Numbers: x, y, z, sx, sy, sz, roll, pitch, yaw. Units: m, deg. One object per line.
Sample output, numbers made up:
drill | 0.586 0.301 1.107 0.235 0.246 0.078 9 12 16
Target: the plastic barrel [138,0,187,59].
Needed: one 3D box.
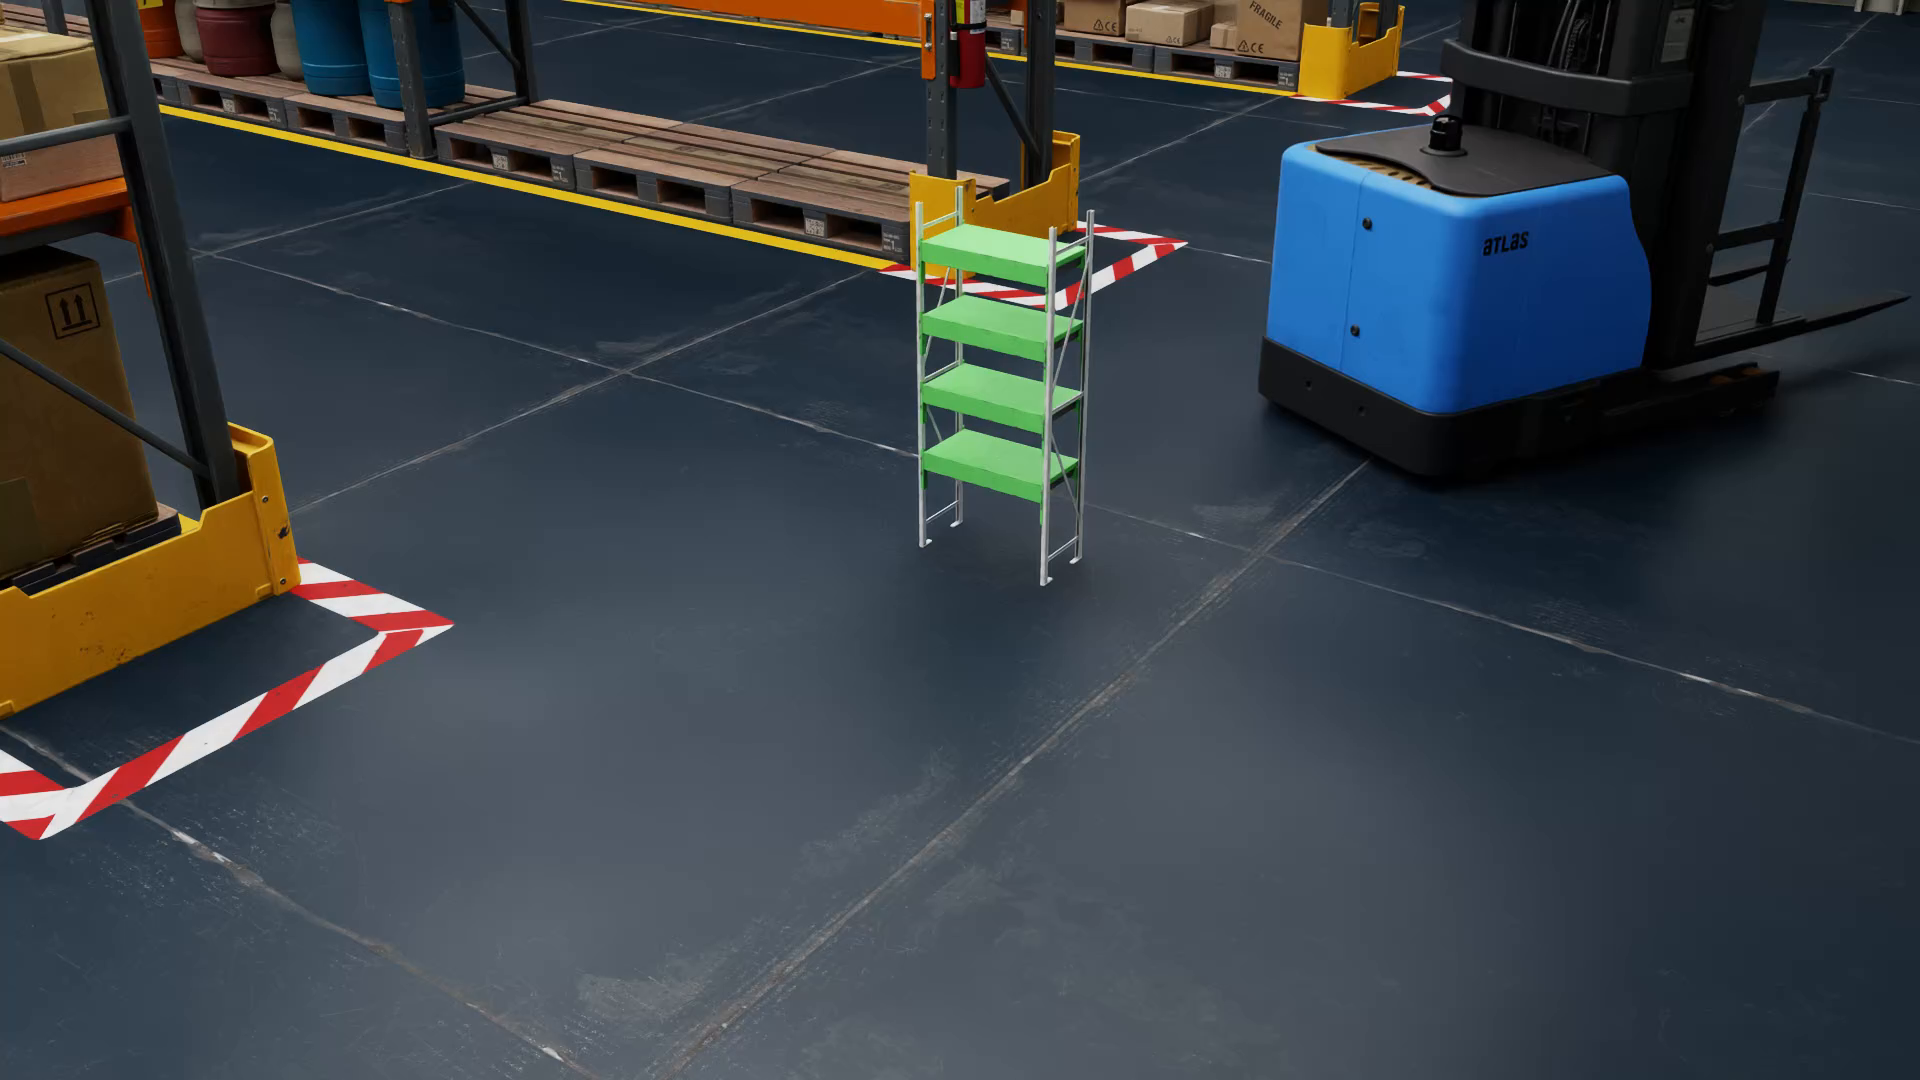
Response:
plastic barrel | -6.014 -4.040 12.311 0.708 0.830 0.600 17 32 30

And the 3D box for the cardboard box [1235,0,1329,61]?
cardboard box | 2.388 -3.866 12.310 0.500 0.500 0.500 17 32 30

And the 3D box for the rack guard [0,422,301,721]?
rack guard | -2.617 0.087 5.028 0.348 0.500 1.175 17 32 30

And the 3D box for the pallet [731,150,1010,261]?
pallet | -0.490 -1.869 9.189 1.213 0.211 1.003 17 32 30

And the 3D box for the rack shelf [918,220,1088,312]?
rack shelf | 0.136 -0.863 5.206 0.480 0.148 0.258 17 32 30

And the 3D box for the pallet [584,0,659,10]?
pallet | -3.025 -5.342 16.014 1.213 0.211 1.003 17 32 30

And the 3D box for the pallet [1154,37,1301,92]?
pallet | 2.255 -3.717 12.822 1.213 0.211 1.003 17 32 30

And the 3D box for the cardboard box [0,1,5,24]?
cardboard box | -3.291 -1.786 4.963 0.500 0.500 0.500 16 31 29

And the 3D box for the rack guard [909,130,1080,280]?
rack guard | 0.195 -1.770 8.676 0.348 0.500 1.175 17 32 30

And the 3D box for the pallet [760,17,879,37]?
pallet | -1.014 -4.715 14.783 1.213 0.211 1.003 17 32 30

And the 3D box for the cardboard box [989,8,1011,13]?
cardboard box | 0.308 -4.805 14.155 0.500 0.500 0.500 17 32 30

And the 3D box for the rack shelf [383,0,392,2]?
rack shelf | -4.778 -4.105 11.303 4.000 0.370 1.077 17 32 30

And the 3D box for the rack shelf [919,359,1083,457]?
rack shelf | 0.136 -0.435 5.423 0.480 0.148 0.258 17 32 30

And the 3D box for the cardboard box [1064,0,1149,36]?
cardboard box | 1.230 -4.366 13.290 0.637 0.503 0.797 17 32 30

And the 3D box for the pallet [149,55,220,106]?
pallet | -5.753 -3.510 12.414 1.213 0.211 1.003 17 32 30

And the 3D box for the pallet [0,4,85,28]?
pallet | -8.045 -4.224 13.817 1.213 0.211 1.003 17 32 30

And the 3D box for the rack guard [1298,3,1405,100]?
rack guard | 2.913 -3.642 12.354 0.348 0.500 1.175 17 32 30

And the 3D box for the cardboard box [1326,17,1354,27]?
cardboard box | 2.825 -3.898 12.760 0.250 0.149 0.380 17 32 30

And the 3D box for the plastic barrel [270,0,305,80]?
plastic barrel | -4.567 -3.497 11.594 0.421 0.512 0.421 0 27 0

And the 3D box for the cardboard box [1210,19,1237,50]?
cardboard box | 2.105 -3.855 12.656 0.250 0.166 0.380 17 32 30

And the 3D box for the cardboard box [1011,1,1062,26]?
cardboard box | 0.620 -4.290 13.510 0.250 0.166 0.380 17 32 30

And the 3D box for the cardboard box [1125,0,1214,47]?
cardboard box | 1.622 -4.009 12.868 0.500 0.250 0.500 17 32 30

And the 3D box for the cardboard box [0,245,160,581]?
cardboard box | -3.209 -0.408 5.124 0.875 0.875 0.875 17 32 30

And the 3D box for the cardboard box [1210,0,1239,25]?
cardboard box | 2.276 -4.081 13.008 0.500 0.250 0.500 17 32 30

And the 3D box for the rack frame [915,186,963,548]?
rack frame | -0.065 -0.555 5.517 0.015 1.200 0.240 17 32 30

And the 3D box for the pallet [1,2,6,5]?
pallet | -9.054 -4.537 14.432 1.213 0.211 1.003 17 32 30

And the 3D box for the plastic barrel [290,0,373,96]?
plastic barrel | -4.152 -3.492 11.155 0.708 0.901 0.600 17 32 30

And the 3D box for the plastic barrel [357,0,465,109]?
plastic barrel | -3.568 -3.310 10.798 0.708 0.901 0.600 17 32 30

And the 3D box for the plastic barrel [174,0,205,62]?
plastic barrel | -5.498 -3.787 12.164 0.421 0.512 0.421 0 27 0

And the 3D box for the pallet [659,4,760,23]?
pallet | -2.024 -5.028 15.398 1.213 0.211 1.003 17 32 30

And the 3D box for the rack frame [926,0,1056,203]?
rack frame | 0.168 -2.885 8.112 0.127 3.000 1.000 17 32 30

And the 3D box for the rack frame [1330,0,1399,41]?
rack frame | 2.975 -4.736 11.749 0.127 3.000 1.000 17 32 30

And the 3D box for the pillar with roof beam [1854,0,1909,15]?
pillar with roof beam | 6.055 -7.283 10.140 0.400 9.000 9.100 17 32 30

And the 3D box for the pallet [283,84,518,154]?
pallet | -3.742 -2.883 11.183 1.213 0.211 1.003 17 32 30

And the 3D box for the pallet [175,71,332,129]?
pallet | -4.752 -3.196 11.798 1.213 0.211 1.003 17 32 30

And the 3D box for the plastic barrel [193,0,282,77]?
plastic barrel | -5.083 -3.643 11.796 0.708 0.588 0.600 17 32 30

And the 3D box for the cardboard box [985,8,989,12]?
cardboard box | -0.098 -4.572 13.907 0.500 0.311 0.500 17 32 30

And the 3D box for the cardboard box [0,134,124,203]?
cardboard box | -2.742 -1.136 4.952 0.250 0.149 0.380 18 32 31

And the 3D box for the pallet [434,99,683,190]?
pallet | -2.501 -2.495 10.420 1.213 0.211 1.003 17 32 30

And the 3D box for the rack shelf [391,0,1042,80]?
rack shelf | -1.481 -3.078 9.284 4.000 0.370 1.077 17 32 30

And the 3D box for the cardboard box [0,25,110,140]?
cardboard box | -2.879 -1.323 4.881 0.500 0.250 0.500 16 31 29

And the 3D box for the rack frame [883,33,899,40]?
rack frame | -0.322 -5.763 13.767 0.127 3.000 1.000 17 32 30

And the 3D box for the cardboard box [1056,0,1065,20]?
cardboard box | 0.927 -4.528 13.820 0.500 0.311 0.500 17 32 30

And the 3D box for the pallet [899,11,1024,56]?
pallet | 0.244 -4.344 14.053 1.213 0.211 1.003 17 32 30

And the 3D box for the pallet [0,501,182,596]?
pallet | -3.340 0.033 5.452 1.213 0.211 1.003 17 32 30

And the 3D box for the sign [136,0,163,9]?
sign | -2.317 -1.661 4.664 0.005 0.325 0.100 17 32 30

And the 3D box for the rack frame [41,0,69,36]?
rack frame | -6.427 -4.939 12.149 0.127 3.000 1.000 17 32 30

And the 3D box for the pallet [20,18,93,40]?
pallet | -7.043 -3.910 13.201 1.213 0.211 1.003 17 32 30

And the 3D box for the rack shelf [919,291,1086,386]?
rack shelf | 0.136 -0.649 5.314 0.480 0.148 0.258 17 32 30

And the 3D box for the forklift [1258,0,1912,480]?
forklift | 2.755 -1.996 6.441 3.031 2.935 1.130 -14 30 -26

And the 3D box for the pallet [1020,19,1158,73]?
pallet | 1.253 -4.031 13.438 1.213 0.211 1.003 17 32 30

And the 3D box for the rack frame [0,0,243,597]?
rack frame | -2.636 -1.033 4.473 0.127 3.000 1.000 17 32 30

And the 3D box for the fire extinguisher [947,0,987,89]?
fire extinguisher | 0.035 -2.476 7.804 0.183 0.674 0.296 17 32 30

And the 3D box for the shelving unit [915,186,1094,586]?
shelving unit | 0.136 -0.492 5.394 0.503 1.200 0.258 17 32 30

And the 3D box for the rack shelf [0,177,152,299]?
rack shelf | -4.285 -1.226 5.646 4.000 0.370 1.077 17 32 30

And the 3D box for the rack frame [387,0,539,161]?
rack frame | -3.129 -3.912 10.130 0.127 3.000 1.000 17 32 30

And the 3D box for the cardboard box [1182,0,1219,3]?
cardboard box | 1.863 -4.209 13.260 0.500 0.250 0.500 17 32 30

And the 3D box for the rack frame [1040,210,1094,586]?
rack frame | 0.338 -0.430 5.271 0.015 1.200 0.240 17 32 30

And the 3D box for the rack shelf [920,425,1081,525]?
rack shelf | 0.136 -0.221 5.532 0.480 0.148 0.258 17 32 30

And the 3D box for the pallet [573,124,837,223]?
pallet | -1.492 -2.182 9.805 1.213 0.211 1.003 17 32 30
